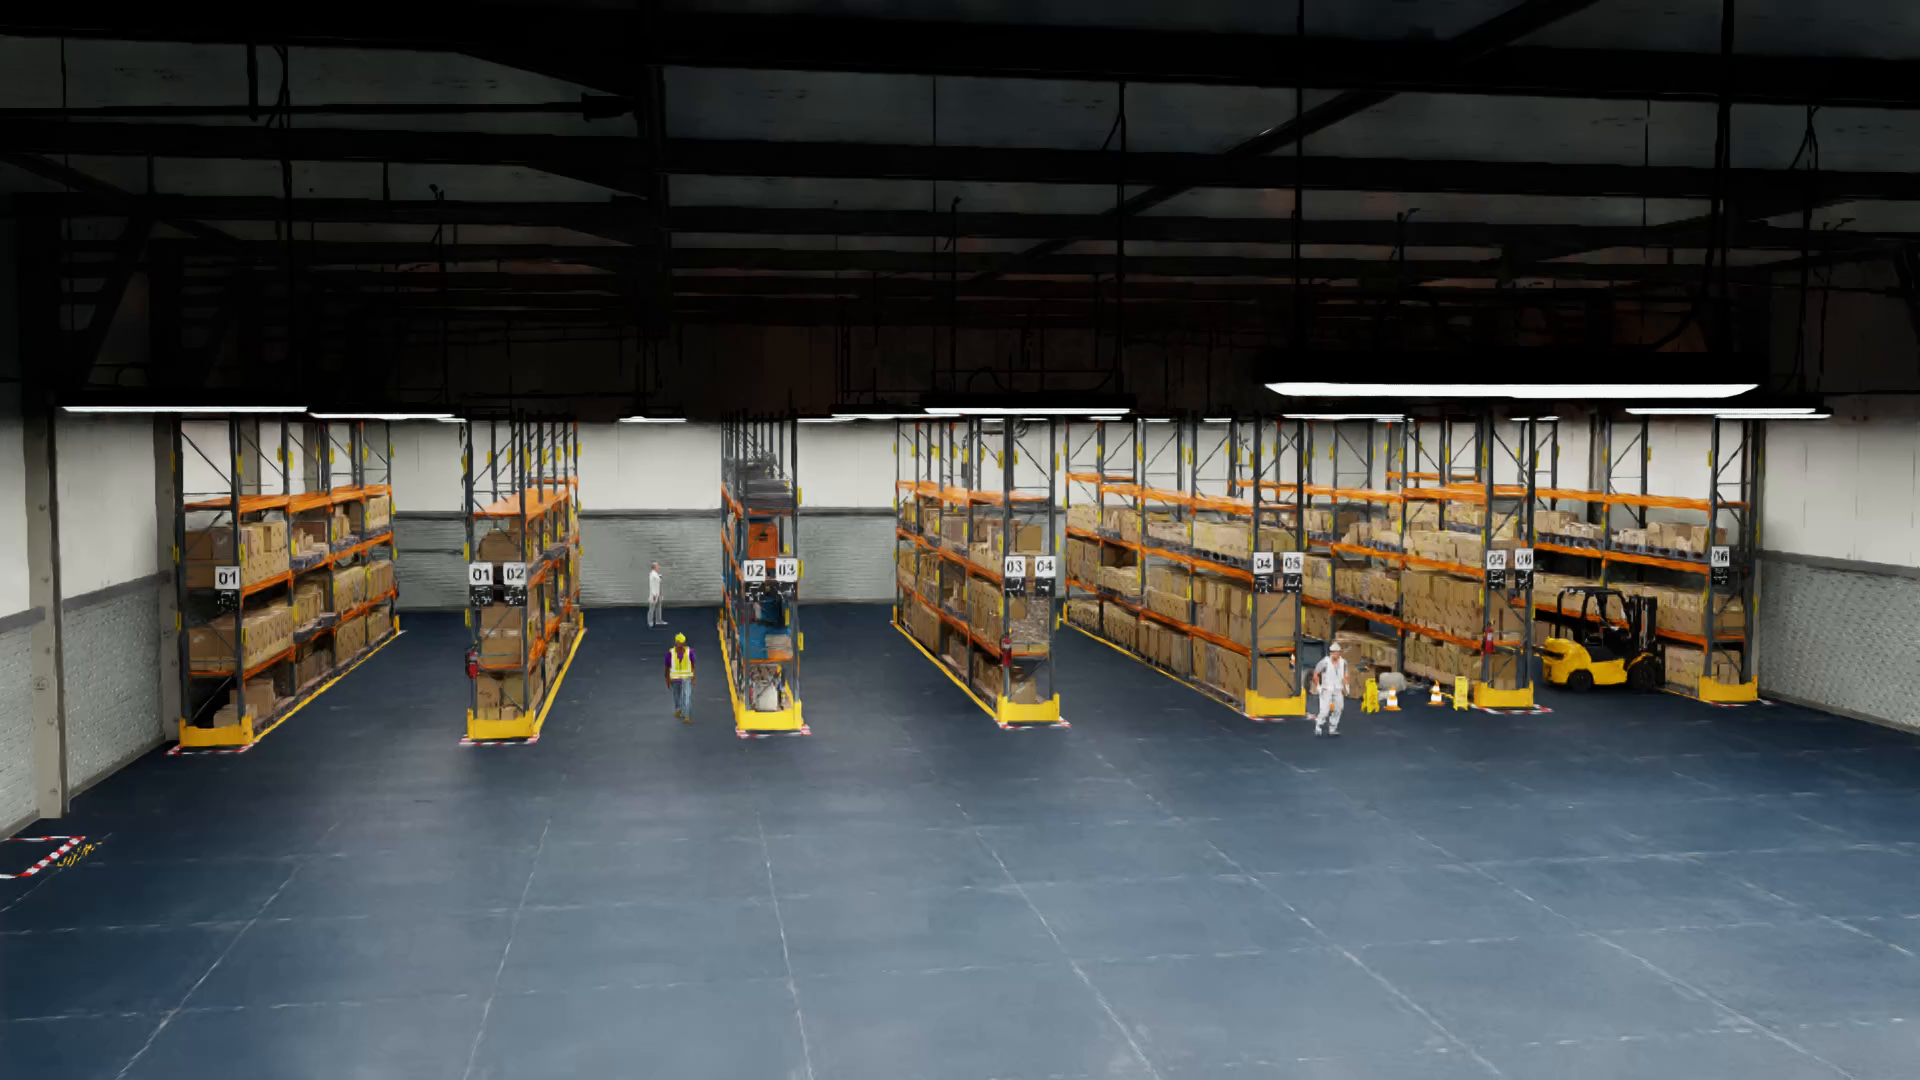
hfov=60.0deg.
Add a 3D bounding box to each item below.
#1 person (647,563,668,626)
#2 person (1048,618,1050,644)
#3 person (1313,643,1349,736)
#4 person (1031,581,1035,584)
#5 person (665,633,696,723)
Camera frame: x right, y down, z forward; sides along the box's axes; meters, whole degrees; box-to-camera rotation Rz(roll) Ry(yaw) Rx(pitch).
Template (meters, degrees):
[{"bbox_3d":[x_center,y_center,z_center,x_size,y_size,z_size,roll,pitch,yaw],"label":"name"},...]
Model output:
[{"bbox_3d":[-8.629,1.530,47.168,0.480,1.780,0.669,1,4,13],"label":"person"},{"bbox_3d":[2.047,2.043,41.218,0.592,1.629,0.532,-1,4,-12],"label":"person"},{"bbox_3d":[6.806,2.719,30.438,0.677,1.704,0.552,-1,4,-11],"label":"person"},{"bbox_3d":[1.890,1.514,47.909,0.550,1.709,1.127,-1,4,-12],"label":"person"},{"bbox_3d":[-5.392,2.635,32.030,0.577,1.687,1.121,0,4,-7],"label":"person"}]
